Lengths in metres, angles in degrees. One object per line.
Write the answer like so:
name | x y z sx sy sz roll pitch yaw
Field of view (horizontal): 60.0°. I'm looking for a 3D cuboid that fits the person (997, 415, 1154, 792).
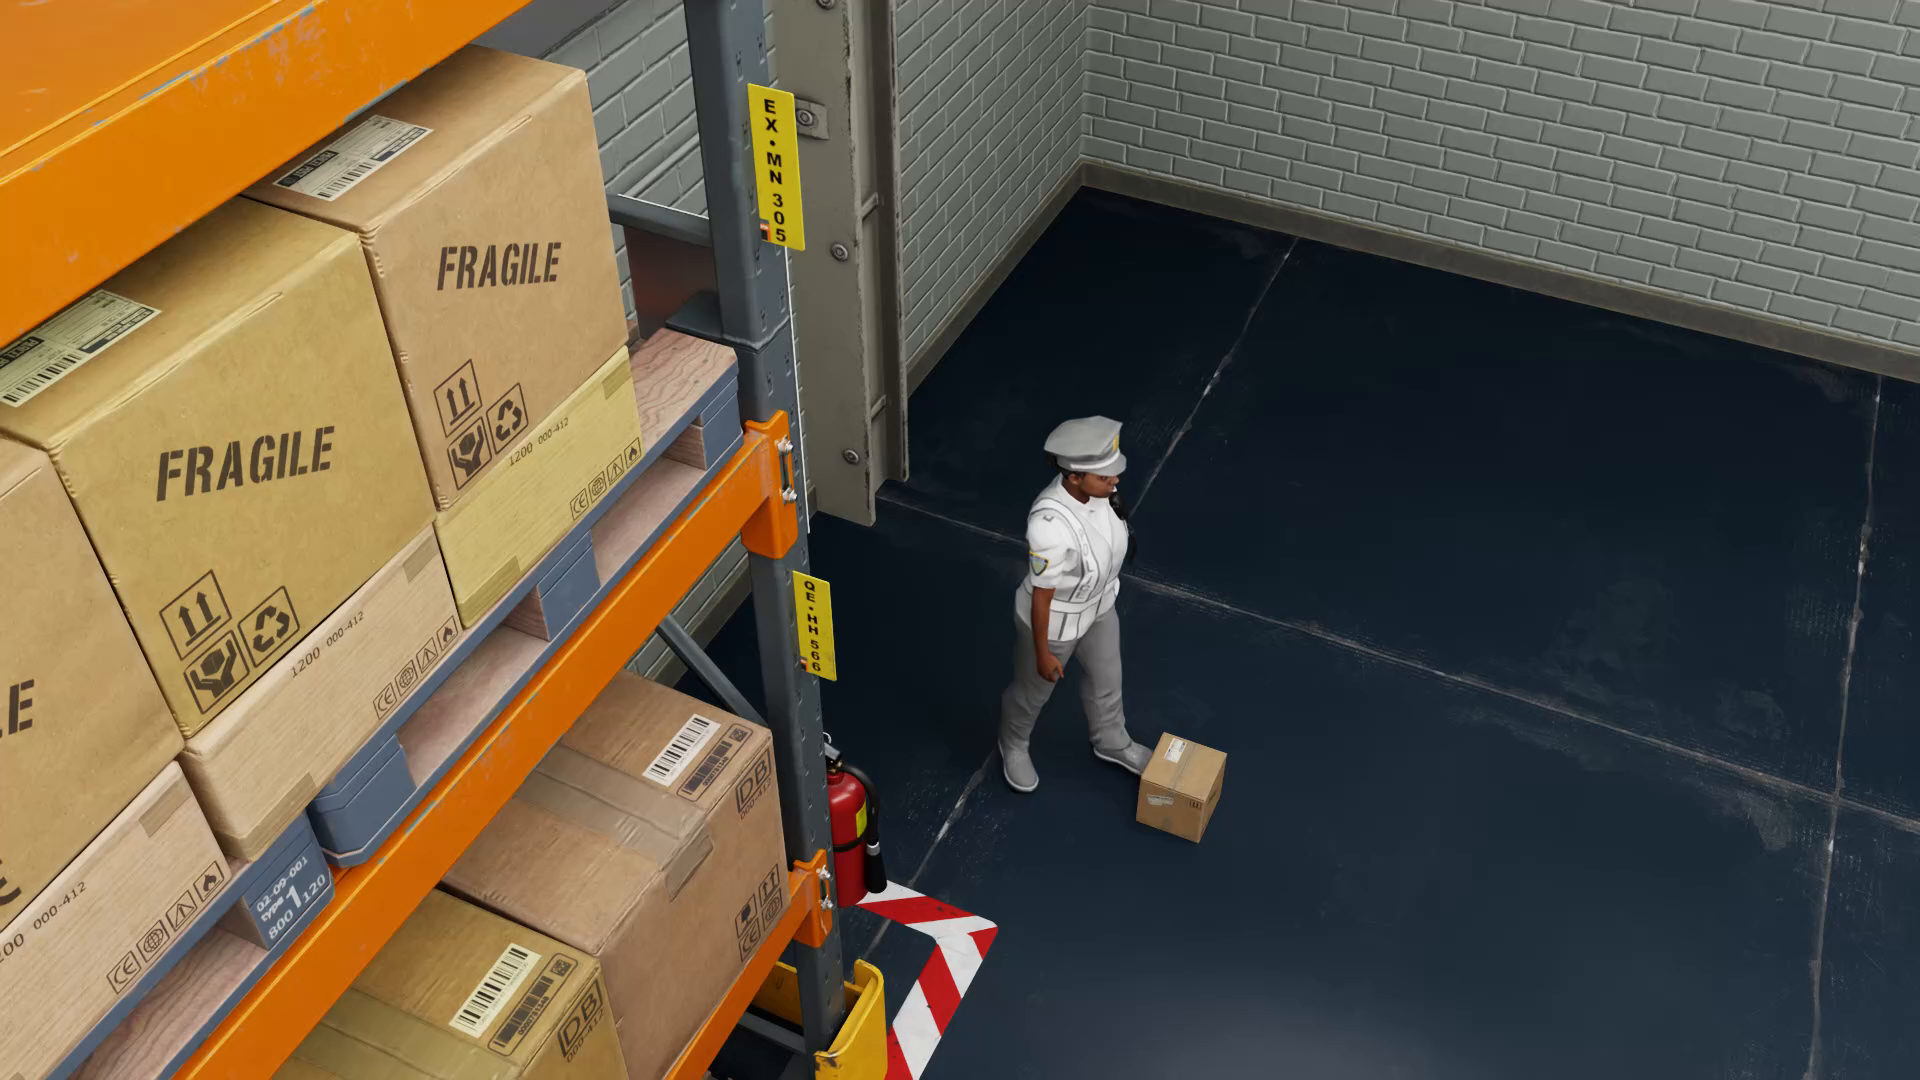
person | 2.584 4.693 0.852 12.302 1.826 8.226 28 49 28
